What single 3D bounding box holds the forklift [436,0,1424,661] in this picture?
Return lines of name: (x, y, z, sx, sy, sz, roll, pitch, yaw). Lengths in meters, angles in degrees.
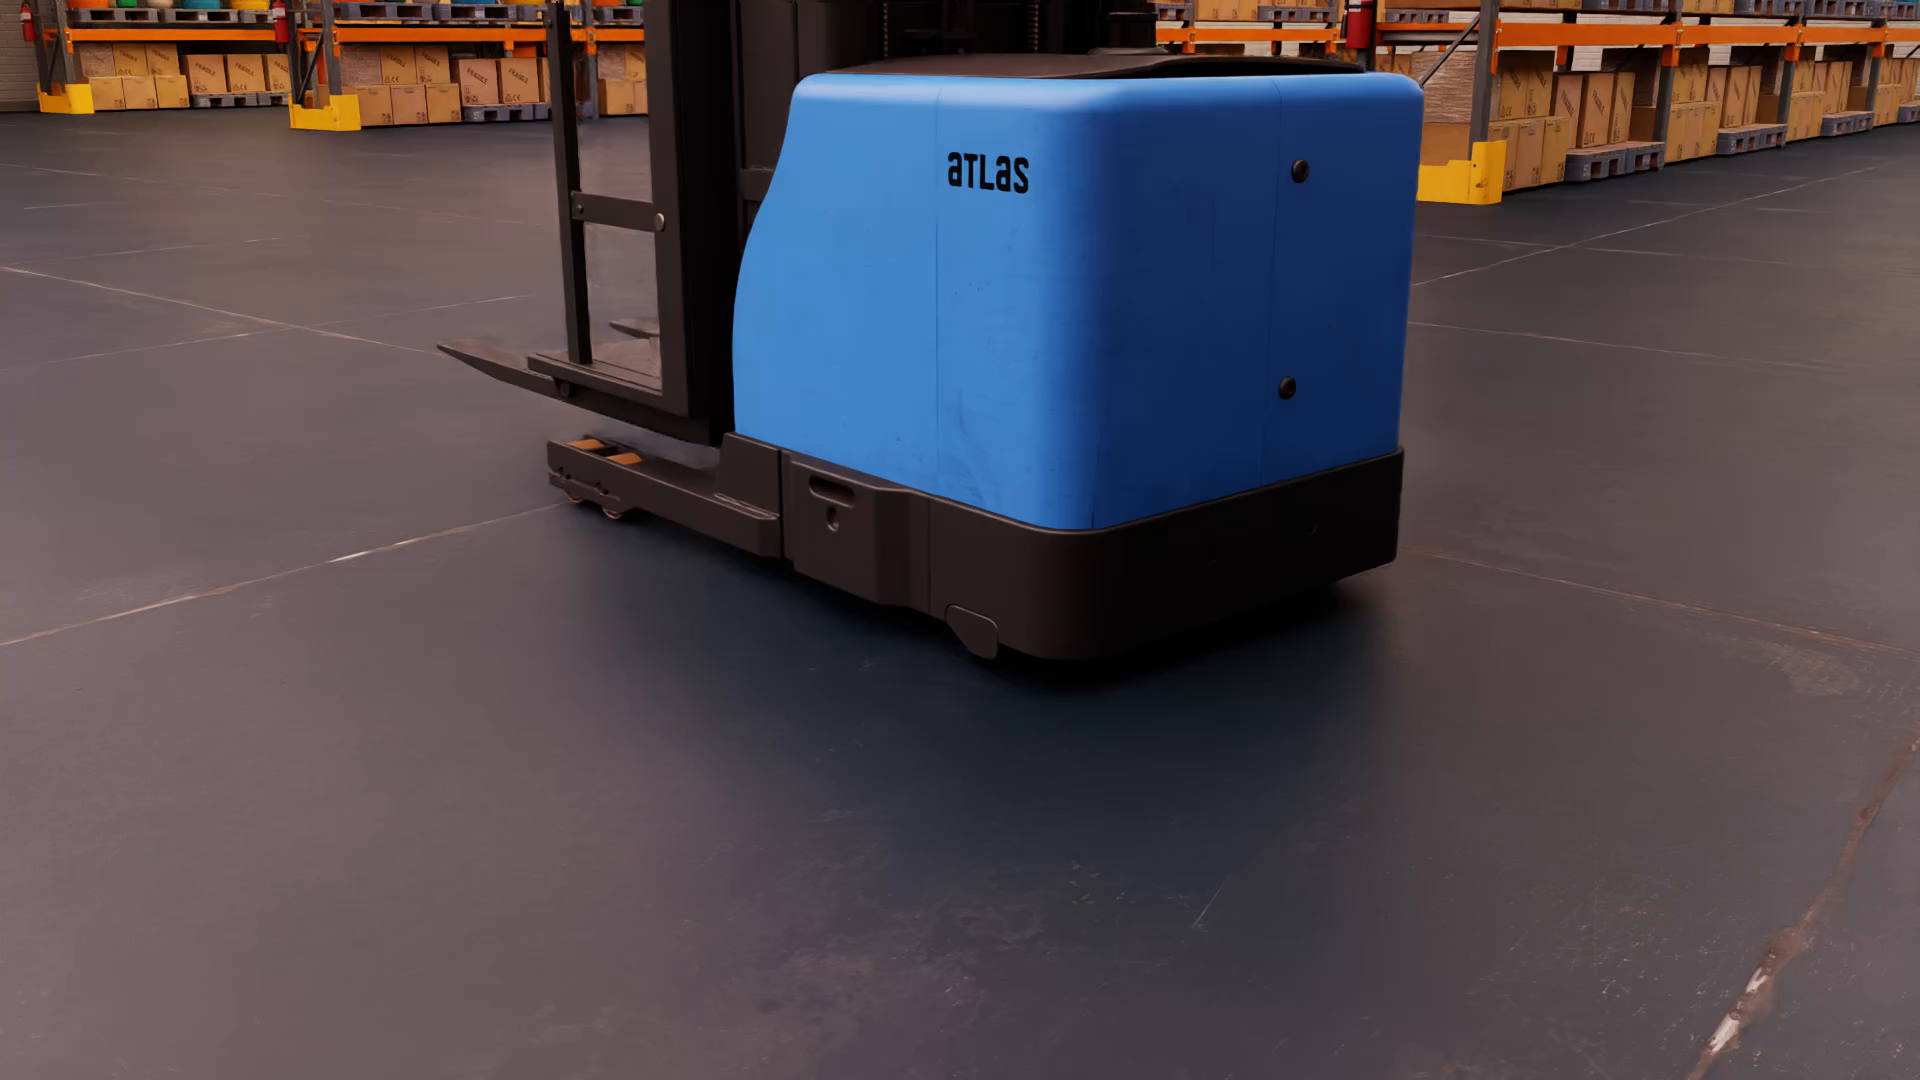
forklift: (-0.402, -1.536, 3.956, 1.130, 2.935, 3.031, -14, 22, -39)
